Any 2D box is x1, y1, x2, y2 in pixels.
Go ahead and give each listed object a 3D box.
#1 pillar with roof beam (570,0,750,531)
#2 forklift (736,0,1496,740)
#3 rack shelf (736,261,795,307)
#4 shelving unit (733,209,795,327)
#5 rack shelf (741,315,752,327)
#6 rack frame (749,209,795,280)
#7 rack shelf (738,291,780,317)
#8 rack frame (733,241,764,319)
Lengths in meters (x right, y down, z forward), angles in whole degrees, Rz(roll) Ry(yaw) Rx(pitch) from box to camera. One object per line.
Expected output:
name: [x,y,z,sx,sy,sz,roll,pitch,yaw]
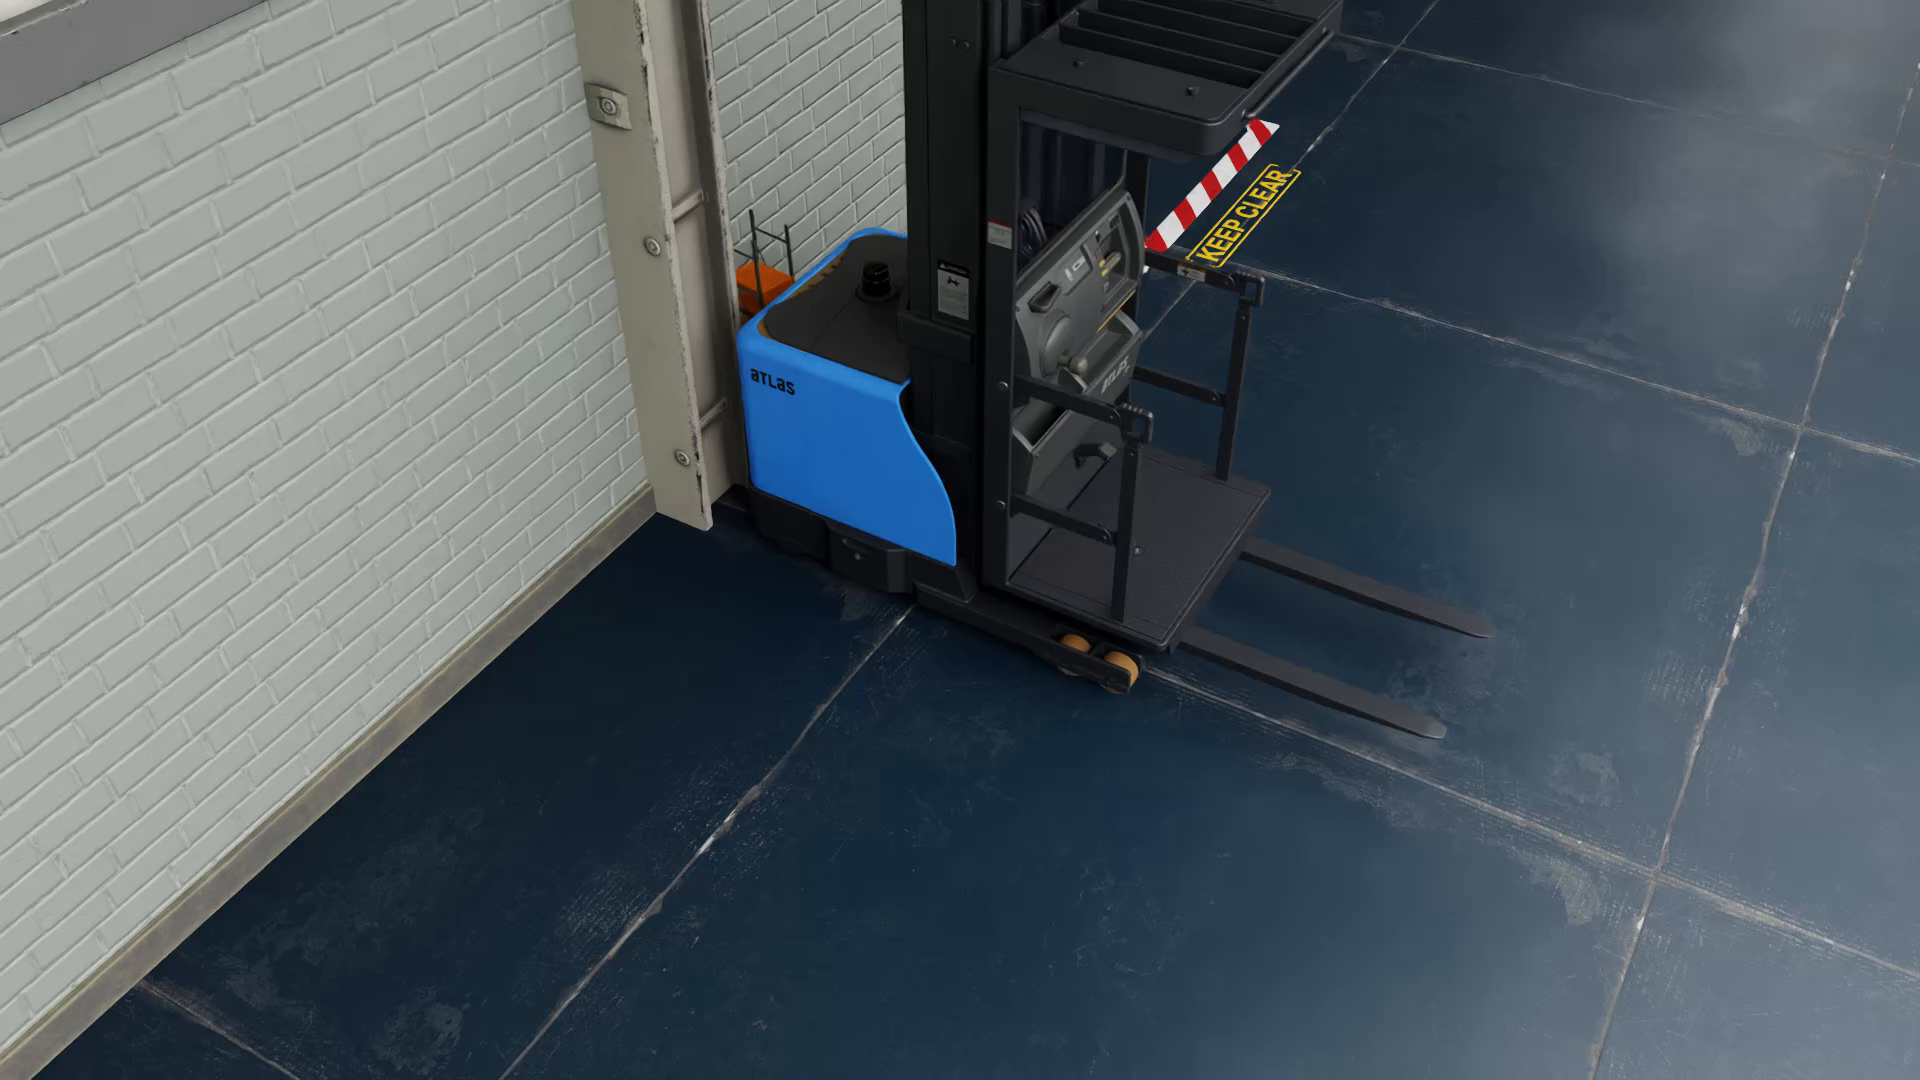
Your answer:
pillar with roof beam: [2.580,-2.155,2.888,9.100,9.000,0.400,21,45,22]
forklift: [0.627,-0.899,6.053,3.031,2.935,1.130,21,46,22]
rack shelf: [-0.852,-1.084,7.084,0.258,0.103,0.180,29,48,33]
shelving unit: [-0.840,-0.838,7.282,0.258,1.200,0.189,29,48,33]
rack shelf: [-0.843,-0.897,7.235,0.258,0.103,0.180,29,48,33]
rack frame: [-0.778,-0.882,7.333,0.240,1.200,0.006,29,48,33]
rack shelf: [-0.848,-0.991,7.160,0.258,0.103,0.180,29,48,33]
rack frame: [-0.902,-0.794,7.231,0.240,1.200,0.006,29,48,33]
